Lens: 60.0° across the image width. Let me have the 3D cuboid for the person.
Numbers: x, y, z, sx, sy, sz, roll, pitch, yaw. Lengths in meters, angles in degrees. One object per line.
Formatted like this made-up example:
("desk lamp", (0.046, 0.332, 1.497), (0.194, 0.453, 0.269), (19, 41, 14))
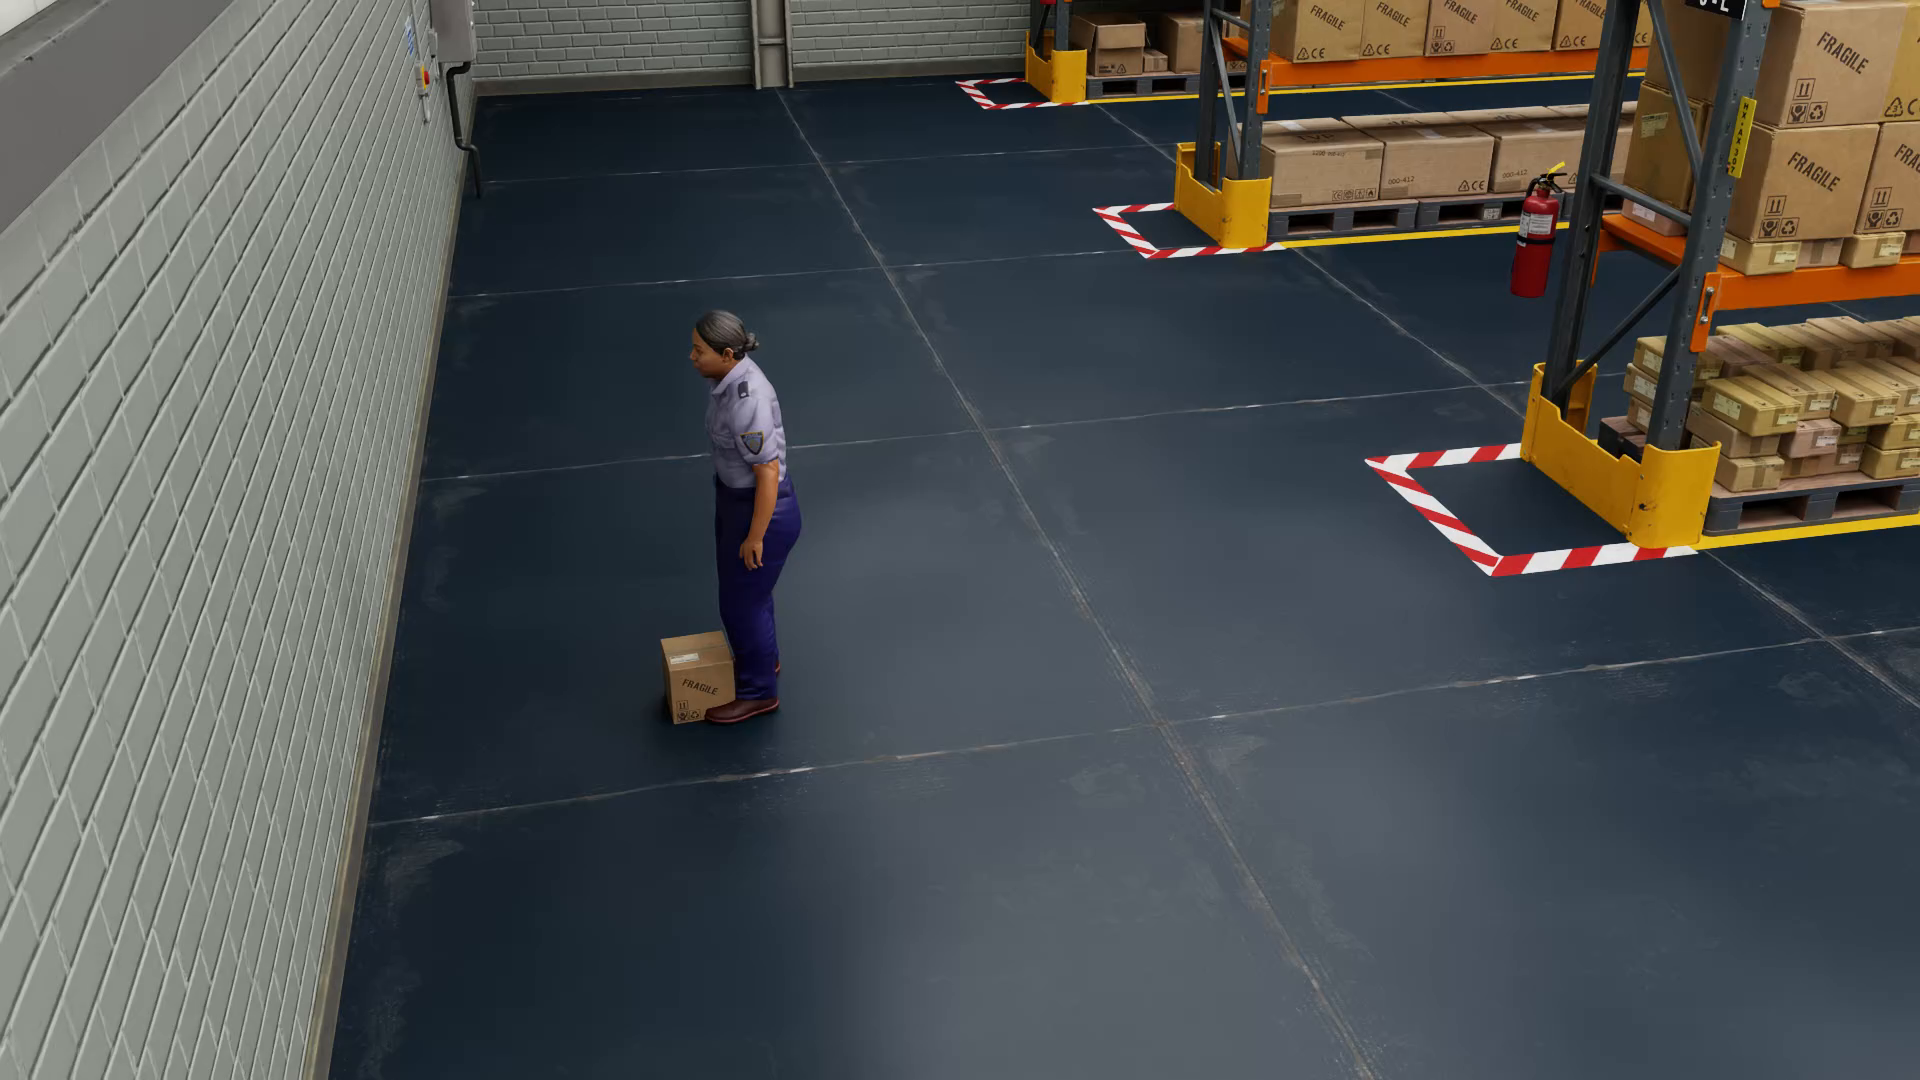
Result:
("person", (-0.834, -0.102, 6.326), (0.426, 1.651, 0.563), (-8, 28, -15))
